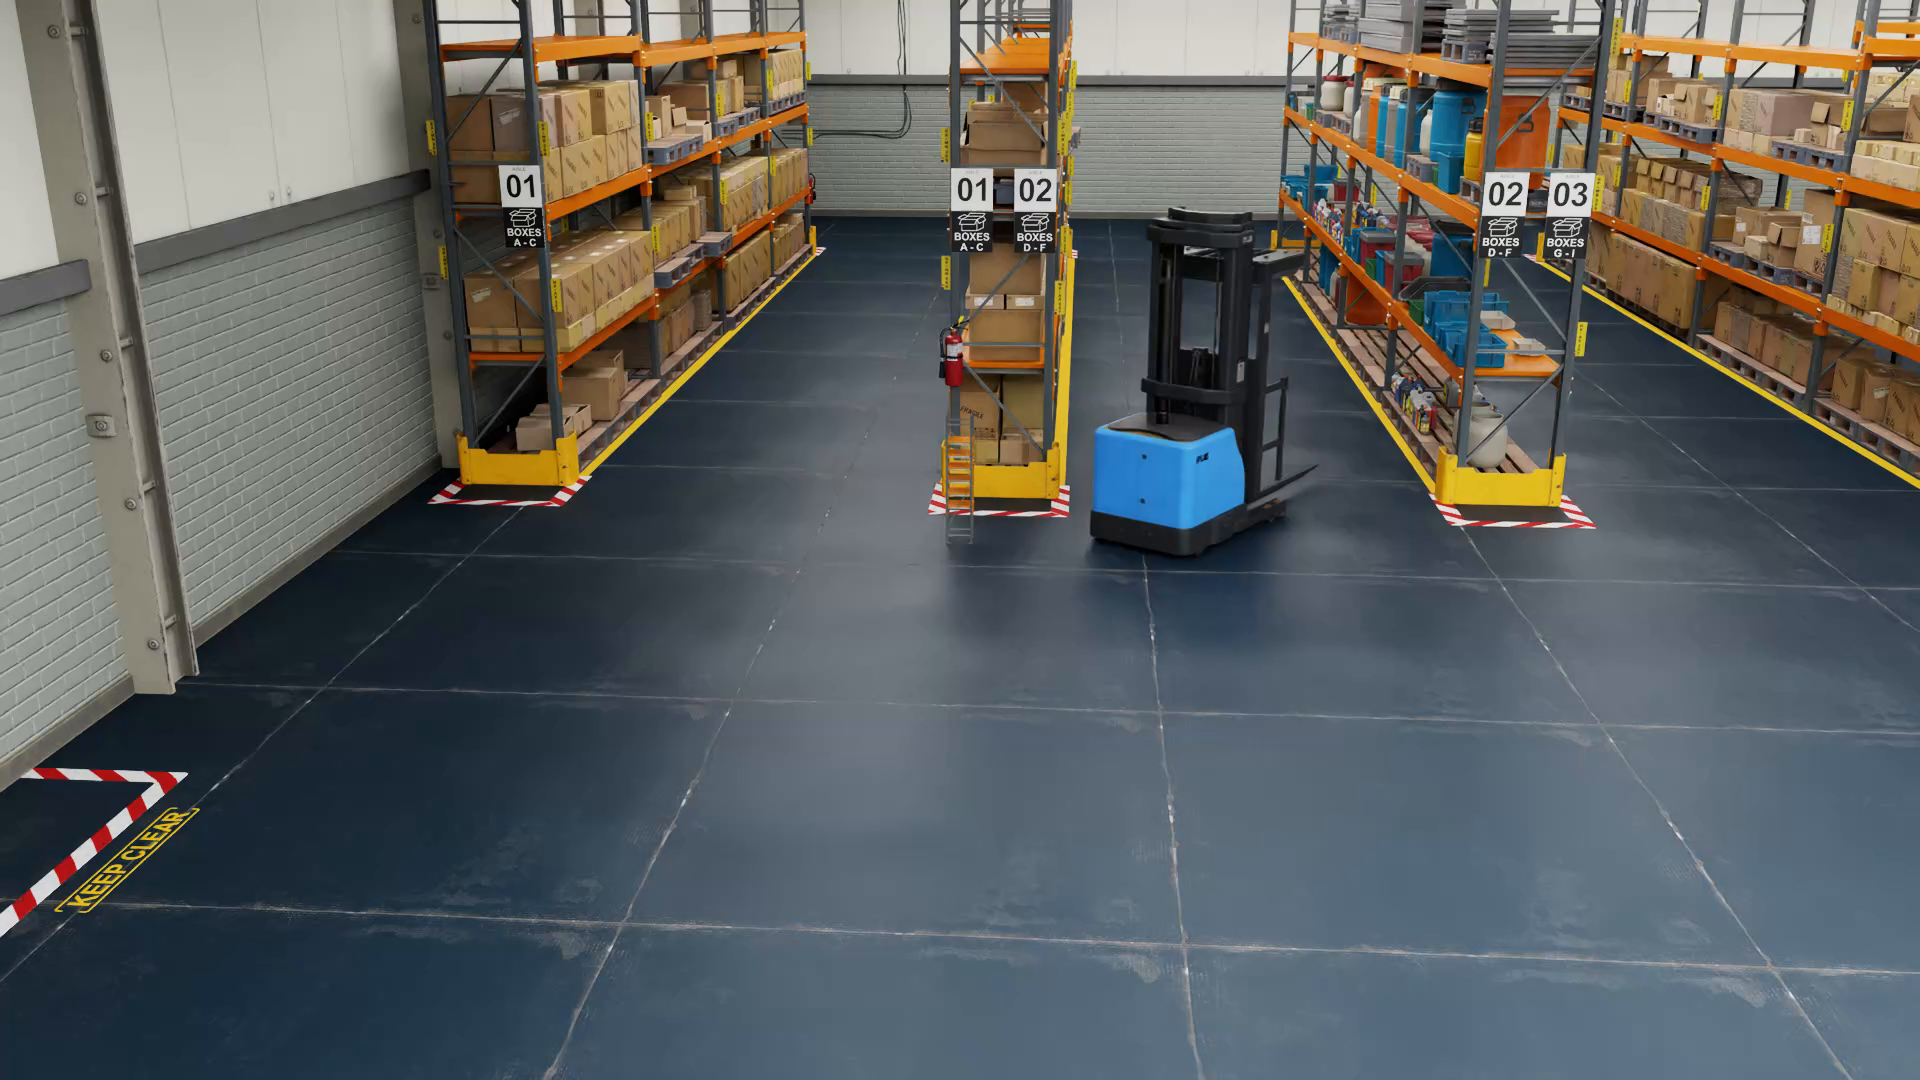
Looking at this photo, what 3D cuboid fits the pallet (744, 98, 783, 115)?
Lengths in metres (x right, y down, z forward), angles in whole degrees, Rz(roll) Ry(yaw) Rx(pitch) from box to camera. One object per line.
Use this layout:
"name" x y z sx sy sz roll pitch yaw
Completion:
"pallet" -3.600 -7.379 28.277 1.003 0.211 1.213 1 18 4

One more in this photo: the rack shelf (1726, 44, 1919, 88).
"rack shelf" 10.722 -5.865 20.496 1.077 0.370 4.000 1 18 4

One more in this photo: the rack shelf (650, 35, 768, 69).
"rack shelf" -3.813 -7.439 25.300 1.077 0.370 4.000 1 18 4

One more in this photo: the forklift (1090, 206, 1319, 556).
"forklift" 2.476 -1.647 15.570 1.130 2.935 3.031 13 22 35

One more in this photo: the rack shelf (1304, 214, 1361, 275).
"rack shelf" 6.069 -4.557 25.496 1.077 0.370 4.000 1 18 4

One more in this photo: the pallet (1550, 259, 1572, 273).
"pallet" 11.460 -5.077 30.405 1.003 0.211 1.213 1 18 4

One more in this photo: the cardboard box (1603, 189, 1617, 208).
"cardboard box" 10.922 -5.623 27.356 0.500 0.250 0.500 1 18 3

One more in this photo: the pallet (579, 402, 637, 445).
"pallet" -4.341 -1.342 19.008 1.003 0.211 1.213 1 18 4

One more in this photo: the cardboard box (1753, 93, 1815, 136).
"cardboard box" 10.506 -5.424 21.205 0.500 0.500 0.500 1 18 2

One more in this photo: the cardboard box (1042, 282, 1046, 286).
"cardboard box" 0.690 -2.538 16.975 0.380 0.149 0.250 1 18 4

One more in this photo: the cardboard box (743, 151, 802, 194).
"cardboard box" -3.450 -6.742 30.525 0.980 0.700 0.700 1 18 3

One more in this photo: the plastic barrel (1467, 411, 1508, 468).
"plastic barrel" 5.323 -1.017 16.857 0.421 0.512 0.421 0 18 0

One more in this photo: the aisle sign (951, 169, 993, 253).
"aisle sign" 0.114 -3.127 15.800 0.394 0.787 0.004 1 18 4

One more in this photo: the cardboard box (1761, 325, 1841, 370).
"cardboard box" 10.737 -2.458 21.242 0.700 0.500 0.500 0 18 -1

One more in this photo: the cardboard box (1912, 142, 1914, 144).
"cardboard box" 10.844 -4.361 18.526 0.380 0.149 0.250 2 18 6

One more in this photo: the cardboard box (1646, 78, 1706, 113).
"cardboard box" 11.121 -6.902 25.844 0.700 0.500 0.500 2 18 5

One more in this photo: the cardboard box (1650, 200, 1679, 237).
"cardboard box" 10.767 -4.848 25.067 0.500 0.500 0.500 2 18 5

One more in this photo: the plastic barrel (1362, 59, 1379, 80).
"plastic barrel" 6.242 -6.850 25.042 0.600 0.901 0.708 1 18 4

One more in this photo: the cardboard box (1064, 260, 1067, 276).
"cardboard box" 1.442 -4.185 26.511 0.500 0.500 0.500 2 18 5

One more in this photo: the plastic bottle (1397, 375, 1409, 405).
"plastic bottle" 5.167 -1.745 19.305 0.144 0.351 0.185 2 18 5

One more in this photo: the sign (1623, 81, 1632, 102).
"sign" 10.599 -7.130 26.419 0.100 0.325 0.005 1 18 4

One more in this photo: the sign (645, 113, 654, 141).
"sign" -3.701 -4.918 19.795 0.100 0.325 0.005 1 18 4

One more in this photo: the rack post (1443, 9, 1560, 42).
"rack post" 5.460 -5.211 16.822 0.937 0.300 0.954 1 18 3

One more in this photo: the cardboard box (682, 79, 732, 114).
"cardboard box" -3.917 -6.824 25.575 0.700 0.500 0.500 1 18 4

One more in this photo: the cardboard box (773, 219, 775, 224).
"cardboard box" -3.595 -5.813 30.473 0.380 0.149 0.250 2 18 5

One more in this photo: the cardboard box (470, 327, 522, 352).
"cardboard box" -4.689 -2.102 17.058 0.500 0.250 0.500 2 18 5

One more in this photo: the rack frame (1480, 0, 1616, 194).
"rack frame" 5.352 -4.644 14.972 1.000 3.000 0.127 1 18 4

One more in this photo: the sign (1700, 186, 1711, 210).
"sign" 10.312 -4.729 23.006 0.100 0.325 0.005 1 18 4

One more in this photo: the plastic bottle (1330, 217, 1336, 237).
"plastic bottle" 5.611 -4.713 25.003 0.061 0.283 0.133 1 18 4

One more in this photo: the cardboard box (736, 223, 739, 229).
"cardboard box" -3.637 -4.887 25.717 0.380 0.149 0.250 2 18 5

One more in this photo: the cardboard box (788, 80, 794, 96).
"cardboard box" -3.239 -8.028 29.522 0.500 0.250 0.500 1 18 2

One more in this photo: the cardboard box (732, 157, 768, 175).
"cardboard box" -3.448 -6.146 27.313 0.500 0.250 0.500 2 18 5

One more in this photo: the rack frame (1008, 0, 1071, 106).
"rack frame" 1.272 -8.483 26.687 1.000 3.000 0.127 1 18 4

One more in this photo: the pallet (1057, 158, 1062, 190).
"pallet" 0.573 -3.888 17.622 1.003 0.211 1.213 1 18 4

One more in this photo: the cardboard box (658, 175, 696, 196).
"cardboard box" -4.182 -5.201 24.429 0.500 0.250 0.500 2 18 5

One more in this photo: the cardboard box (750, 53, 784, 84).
"cardboard box" -3.308 -8.074 28.458 0.500 0.500 0.500 1 18 3

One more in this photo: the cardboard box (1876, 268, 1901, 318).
"cardboard box" 10.479 -2.664 17.924 0.875 0.500 0.500 1 18 4

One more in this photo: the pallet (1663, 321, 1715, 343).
"pallet" 10.997 -3.086 24.328 1.003 0.211 1.213 1 18 4

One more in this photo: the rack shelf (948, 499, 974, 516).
"rack shelf" -0.001 -0.295 15.138 0.258 0.103 0.180 1 18 4

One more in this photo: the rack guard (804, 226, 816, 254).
"rack guard" -3.381 -5.803 32.158 1.175 0.500 0.348 1 18 4

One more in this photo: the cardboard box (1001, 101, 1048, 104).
"cardboard box" 0.983 -5.999 23.763 0.910 0.500 0.500 1 18 4

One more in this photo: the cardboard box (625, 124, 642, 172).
"cardboard box" -4.033 -4.576 19.389 0.500 0.500 0.500 2 18 5

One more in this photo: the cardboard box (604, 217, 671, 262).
"cardboard box" -4.125 -3.844 21.298 0.700 0.500 0.500 3 18 10

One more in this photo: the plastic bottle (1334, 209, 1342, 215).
"plastic bottle" 5.884 -5.035 25.999 0.152 0.276 0.135 1 18 4

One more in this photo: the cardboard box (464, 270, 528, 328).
"cardboard box" -4.708 -2.460 16.946 0.500 0.500 0.500 1 18 3

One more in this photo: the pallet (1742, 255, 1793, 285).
"pallet" 10.765 -3.461 21.302 1.003 0.211 1.213 1 18 4

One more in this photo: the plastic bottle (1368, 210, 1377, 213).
"plastic bottle" 6.434 -5.020 25.952 0.152 0.276 0.135 1 18 4

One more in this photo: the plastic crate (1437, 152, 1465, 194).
"plastic crate" 5.188 -3.810 17.269 0.392 0.384 0.575 1 18 4

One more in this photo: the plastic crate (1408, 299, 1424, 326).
"plastic crate" 5.260 -2.520 18.463 0.450 0.188 0.662 1 18 4

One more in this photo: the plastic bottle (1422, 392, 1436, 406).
"plastic bottle" 5.272 -1.523 18.748 0.152 0.276 0.135 1 18 4

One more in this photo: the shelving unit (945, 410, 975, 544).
"shelving unit" -0.001 -0.566 15.049 0.258 1.200 0.189 1 18 4

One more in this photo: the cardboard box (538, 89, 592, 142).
"cardboard box" -4.148 -4.400 17.247 0.500 0.500 0.500 2 18 5
